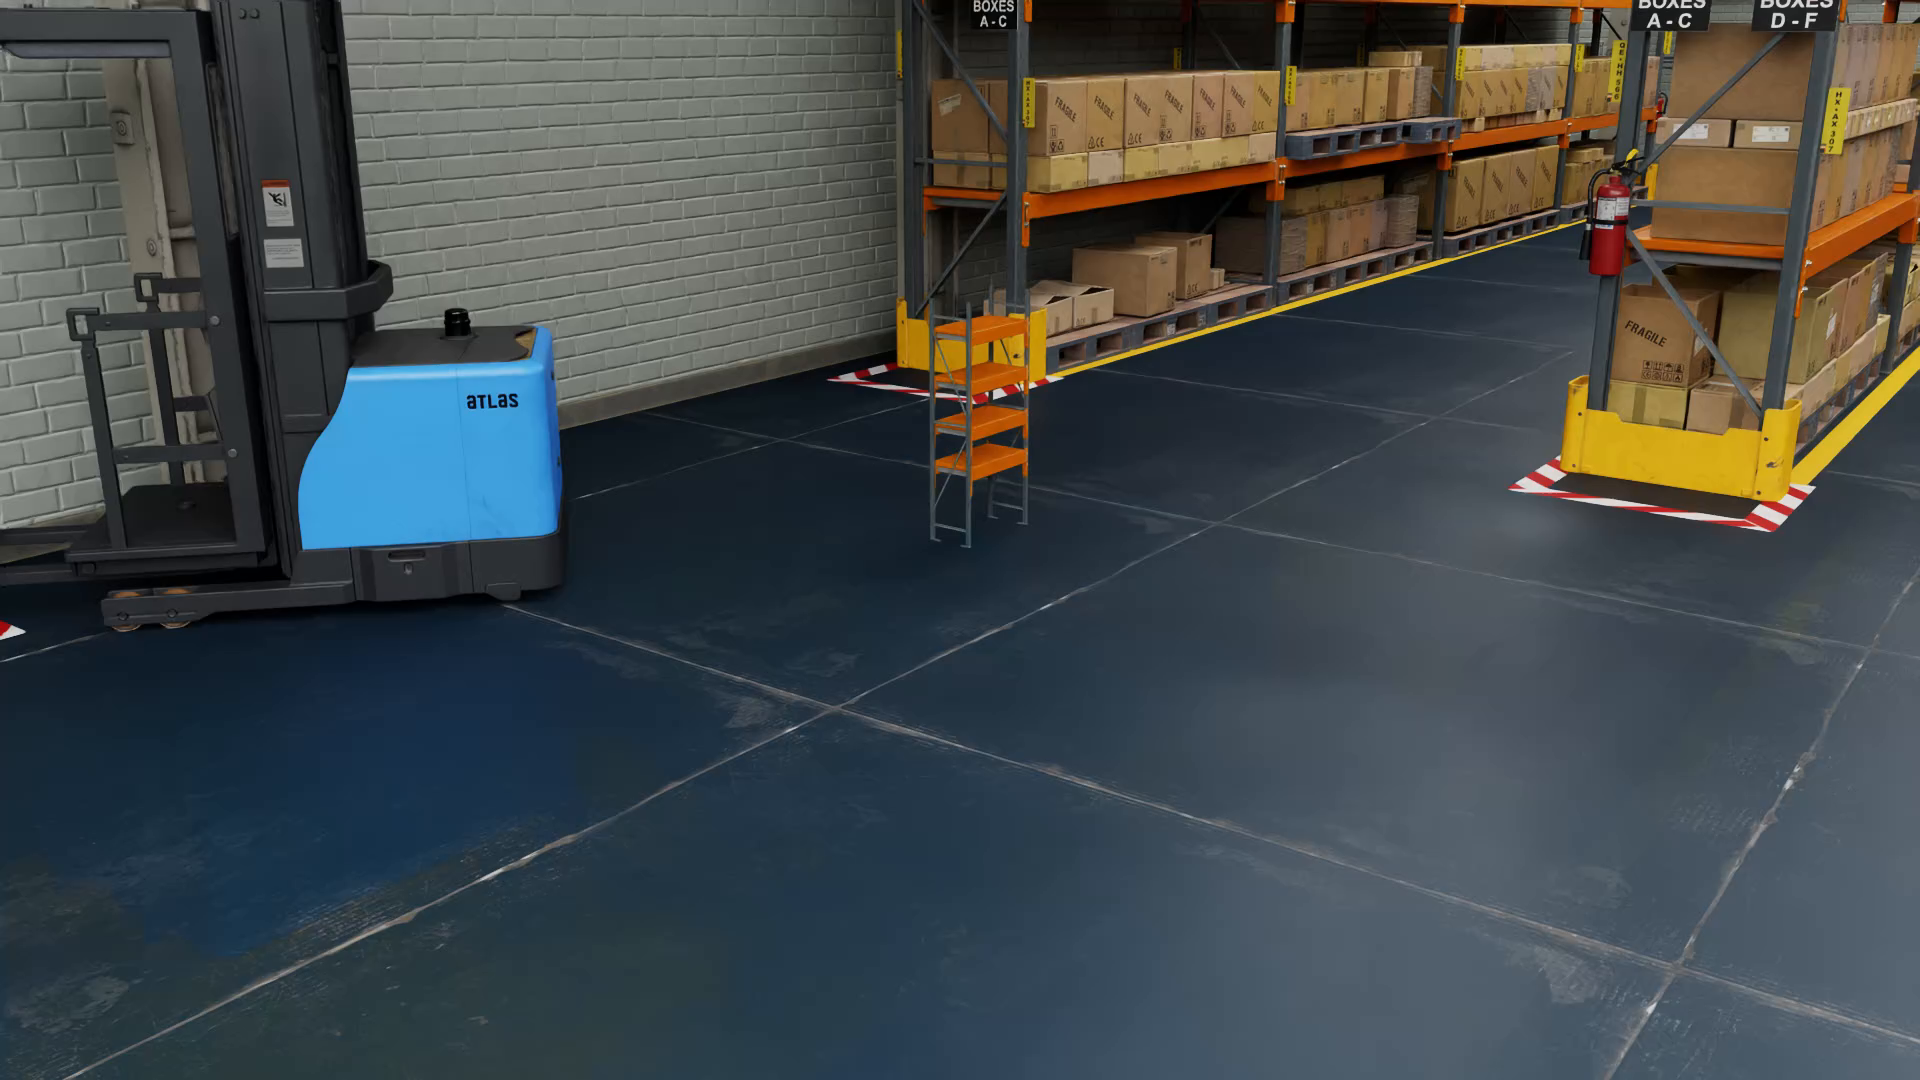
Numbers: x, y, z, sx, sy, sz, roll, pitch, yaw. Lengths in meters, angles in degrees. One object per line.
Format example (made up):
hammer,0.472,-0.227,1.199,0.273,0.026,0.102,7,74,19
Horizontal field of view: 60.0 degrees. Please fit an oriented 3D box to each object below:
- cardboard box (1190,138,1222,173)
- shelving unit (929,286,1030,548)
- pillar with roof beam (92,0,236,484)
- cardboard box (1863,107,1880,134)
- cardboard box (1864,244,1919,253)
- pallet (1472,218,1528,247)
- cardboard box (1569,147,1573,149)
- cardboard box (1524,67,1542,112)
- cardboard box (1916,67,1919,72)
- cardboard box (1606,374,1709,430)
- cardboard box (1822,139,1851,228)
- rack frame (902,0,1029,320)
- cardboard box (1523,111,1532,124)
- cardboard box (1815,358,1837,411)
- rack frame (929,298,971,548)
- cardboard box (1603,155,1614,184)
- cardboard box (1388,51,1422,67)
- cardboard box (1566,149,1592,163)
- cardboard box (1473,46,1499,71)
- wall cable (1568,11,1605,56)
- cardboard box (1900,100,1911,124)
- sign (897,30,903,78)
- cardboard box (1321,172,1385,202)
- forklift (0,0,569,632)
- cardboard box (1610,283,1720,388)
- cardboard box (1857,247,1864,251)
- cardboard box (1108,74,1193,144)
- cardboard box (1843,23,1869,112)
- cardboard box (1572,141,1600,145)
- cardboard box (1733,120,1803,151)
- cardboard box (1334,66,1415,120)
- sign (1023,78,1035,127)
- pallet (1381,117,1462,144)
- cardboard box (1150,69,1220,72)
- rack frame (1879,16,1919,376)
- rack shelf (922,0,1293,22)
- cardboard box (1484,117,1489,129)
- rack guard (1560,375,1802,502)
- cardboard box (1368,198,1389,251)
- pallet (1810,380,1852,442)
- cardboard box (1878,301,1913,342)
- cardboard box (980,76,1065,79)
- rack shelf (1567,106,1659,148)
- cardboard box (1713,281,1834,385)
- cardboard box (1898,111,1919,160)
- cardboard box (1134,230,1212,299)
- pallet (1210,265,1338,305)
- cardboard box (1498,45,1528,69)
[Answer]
cardboard box,1.782,-3.138,13.511,0.500,0.250,0.500,12,21,34
shelving unit,0.099,-0.612,8.193,0.258,1.200,0.503,12,21,35
pillar with roof beam,-0.367,-3.649,4.819,9.100,9.000,0.400,12,21,35
cardboard box,5.489,-2.621,10.363,0.380,0.149,0.250,13,22,36
cardboard box,7.449,-2.183,13.199,0.500,0.311,0.500,12,21,33
pallet,6.053,-3.691,19.774,1.003,0.211,1.213,12,21,35
cardboard box,8.081,-5.238,22.465,0.380,0.149,0.250,13,21,35
cardboard box,6.504,-5.315,19.598,0.500,0.500,0.500,12,21,35
cardboard box,10.338,-4.637,17.242,0.500,0.500,0.700,-16,23,-42
cardboard box,4.091,-0.847,9.840,0.500,0.250,0.500,12,21,35
cardboard box,4.907,-2.179,10.034,0.700,0.500,0.500,13,21,35
rack frame,0.028,-2.654,11.731,1.000,3.000,0.127,12,21,35
cardboard box,6.573,-5.033,19.783,0.380,0.149,0.250,12,21,35
cardboard box,5.100,-0.994,10.314,0.500,0.250,0.500,12,21,35
rack frame,-0.047,-0.554,8.006,0.240,1.200,0.015,12,21,35
cardboard box,8.628,-5.048,22.948,0.700,0.500,0.500,12,21,33
cardboard box,4.614,-5.039,17.409,0.380,0.149,0.250,9,20,28
cardboard box,8.057,-5.038,21.821,0.380,0.149,0.250,13,22,37
cardboard box,5.592,-5.307,18.308,0.500,0.250,0.500,12,21,34
wall cable,9.565,-7.422,25.373,0.084,1.984,1.851,12,21,35
cardboard box,6.254,-2.928,11.353,0.380,0.149,0.250,12,21,34
sign,-0.405,-3.460,11.844,0.100,0.325,0.005,12,21,35
cardboard box,4.018,-3.628,17.078,0.500,0.250,0.500,13,21,36
forklift,-3.335,-1.184,7.114,3.031,2.935,1.130,-3,18,-11
cardboard box,4.090,-1.205,9.730,0.500,0.500,0.500,12,21,35
cardboard box,7.008,-2.278,13.503,0.500,0.311,0.500,12,21,35
cardboard box,1.468,-3.373,13.003,0.500,0.500,0.500,13,22,36
cardboard box,4.938,-2.815,9.893,0.700,0.500,0.500,13,21,35
cardboard box,8.838,-5.541,23.442,0.380,0.149,0.250,12,21,35
cardboard box,4.416,-2.192,8.983,0.380,0.149,0.250,12,21,34
cardboard box,4.212,-4.565,16.977,0.700,0.500,0.500,10,20,30
sign,0.464,-2.971,11.294,0.100,0.325,0.005,12,21,35
pallet,4.456,-4.279,17.288,1.213,0.211,1.003,12,21,35
cardboard box,1.964,-3.827,14.466,0.500,0.500,0.500,12,21,33
rack frame,6.392,-2.732,11.983,1.000,3.000,0.127,12,21,35
rack shelf,1.220,-4.219,12.927,1.077,0.370,4.000,12,21,35
cardboard box,5.759,-4.738,18.833,0.380,0.149,0.250,13,21,36
rack guard,3.995,-0.580,9.268,1.175,0.500,0.348,12,21,35
cardboard box,4.008,-3.293,17.262,0.700,0.500,0.500,12,21,35
pallet,5.158,-0.926,10.871,1.003,0.211,1.213,12,21,35
cardboard box,6.832,-1.672,12.497,0.500,0.250,0.500,12,21,33
cardboard box,0.446,-3.218,12.502,0.500,0.500,0.500,13,21,35
rack shelf,8.370,-5.645,22.576,1.077,0.370,4.000,12,21,35
cardboard box,4.804,-1.233,9.819,0.500,0.500,0.500,12,21,35
cardboard box,7.177,-3.085,12.952,0.500,0.500,0.500,14,22,39
cardboard box,1.826,-2.368,14.286,0.500,0.500,0.500,11,20,31
pallet,2.875,-2.460,15.811,1.003,0.211,1.213,12,21,35
cardboard box,6.186,-5.550,19.089,0.500,0.250,0.500,12,21,34
